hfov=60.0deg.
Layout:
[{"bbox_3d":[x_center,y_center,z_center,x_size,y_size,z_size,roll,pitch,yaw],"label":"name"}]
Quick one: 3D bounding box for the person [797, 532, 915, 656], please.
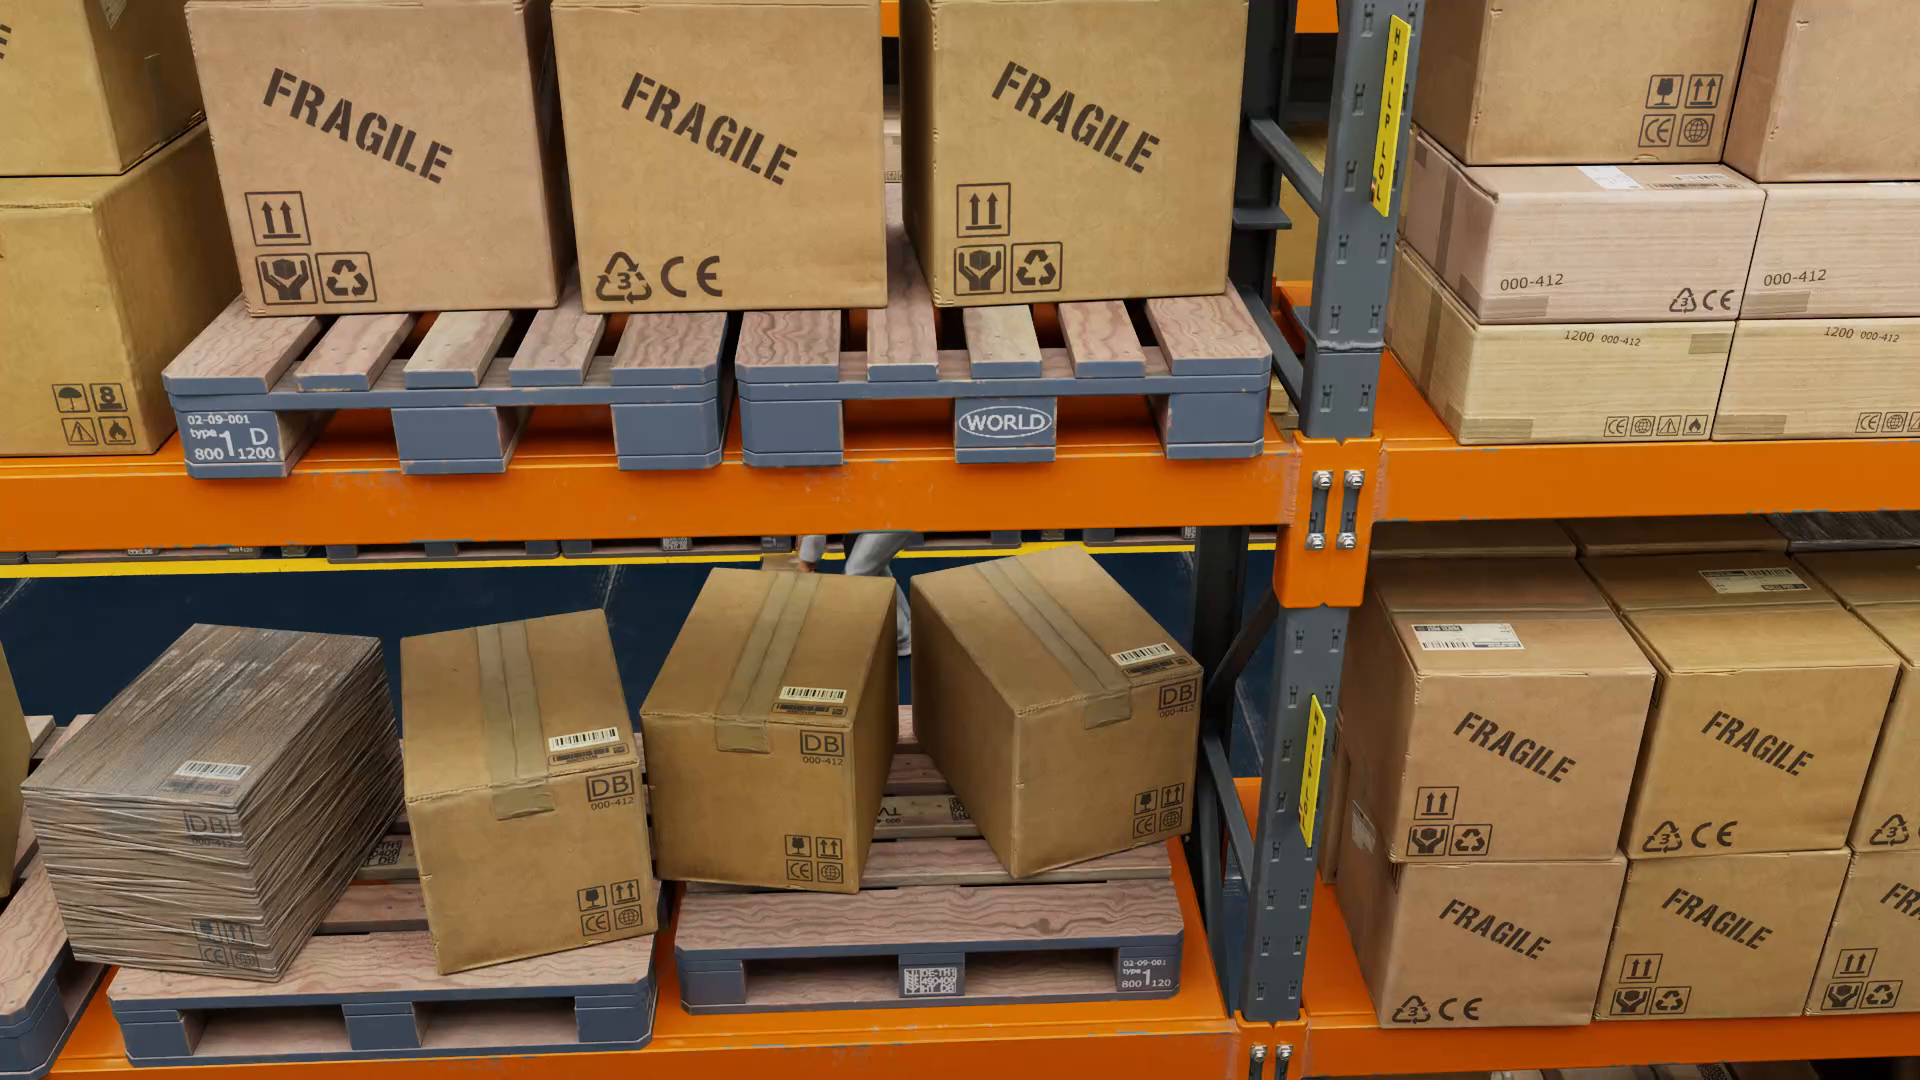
[{"bbox_3d":[-0.554,0.064,7.741,0.864,0.986,0.451,-3,28,-5],"label":"person"}]
